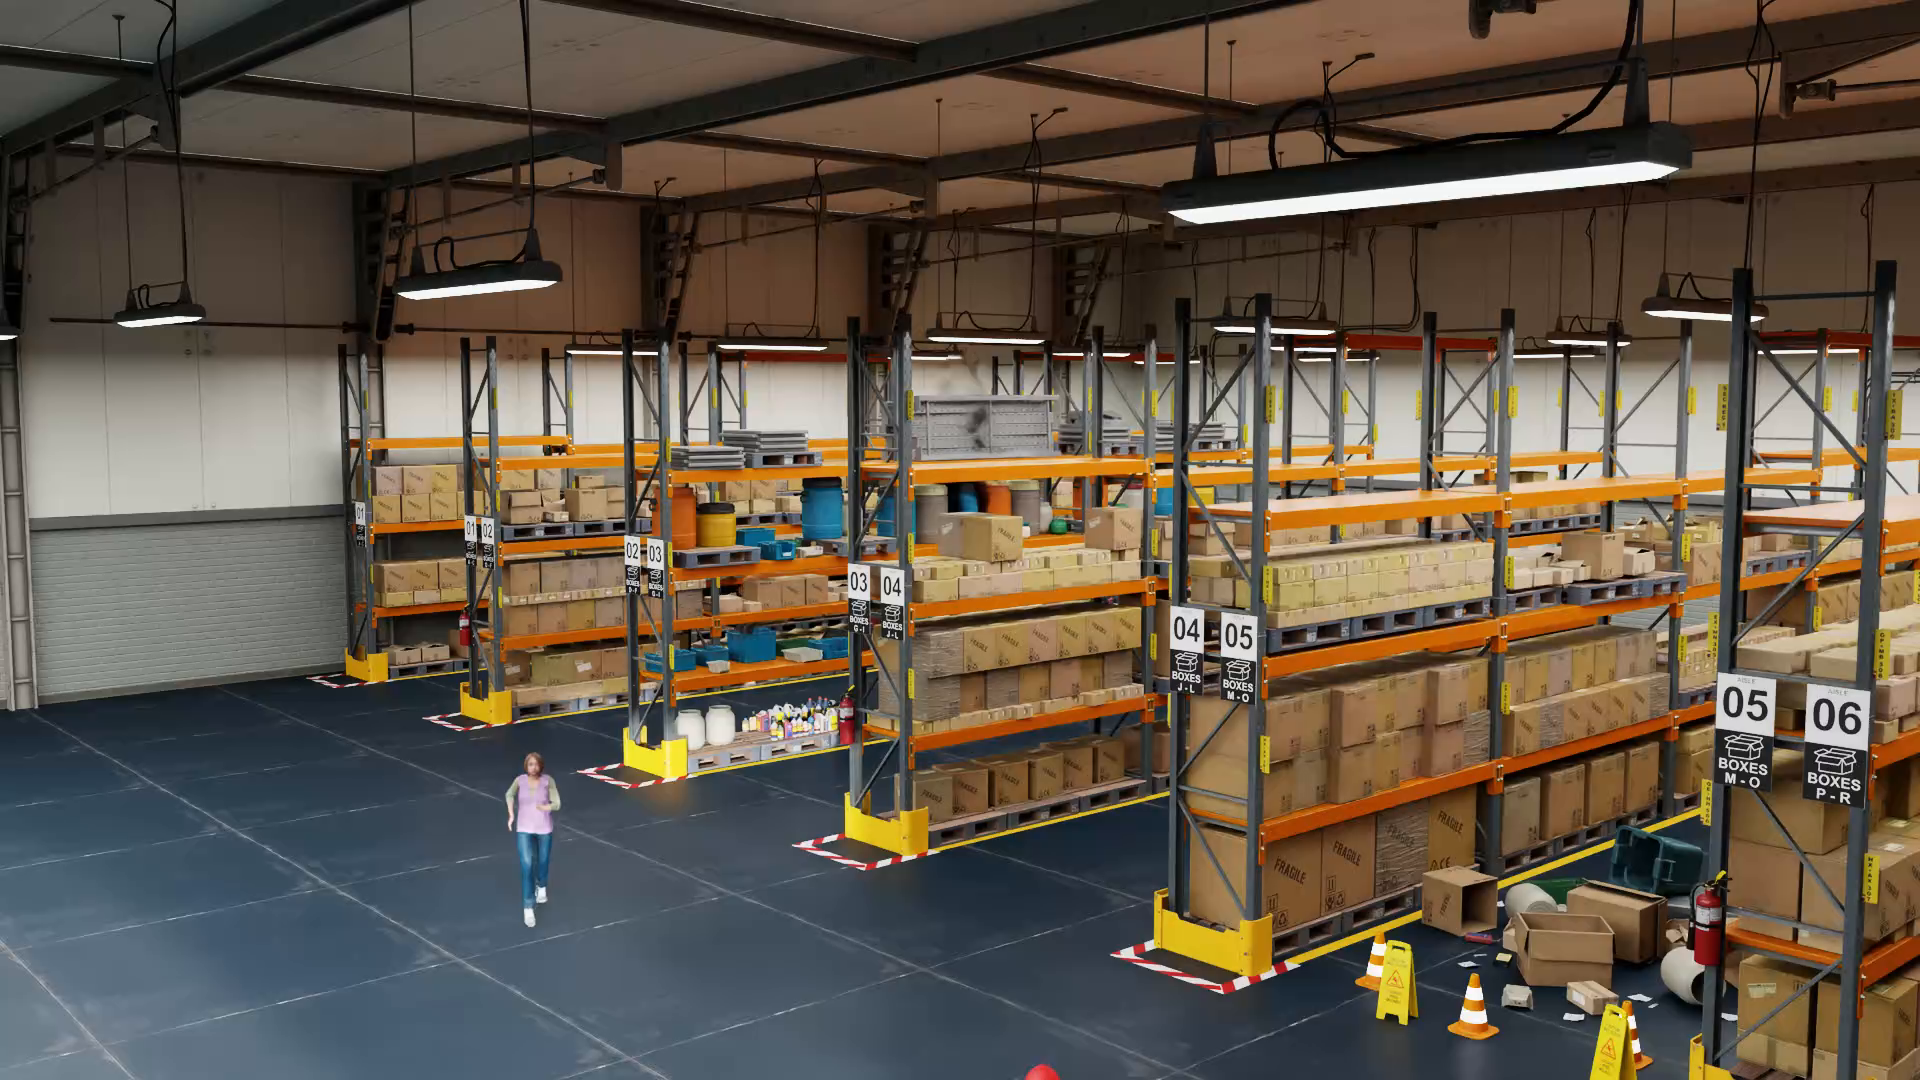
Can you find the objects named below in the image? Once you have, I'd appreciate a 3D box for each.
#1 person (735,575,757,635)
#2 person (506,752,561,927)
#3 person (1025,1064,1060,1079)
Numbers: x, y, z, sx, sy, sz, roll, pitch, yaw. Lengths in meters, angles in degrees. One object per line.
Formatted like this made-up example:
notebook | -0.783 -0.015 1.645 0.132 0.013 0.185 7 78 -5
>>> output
person | -4.021 1.504 31.619 0.659 1.679 0.586 4 6 36
person | -4.194 2.890 16.381 0.514 1.636 0.757 -2 5 -17
person | 0.436 3.535 8.384 0.644 1.741 0.580 0 5 2
